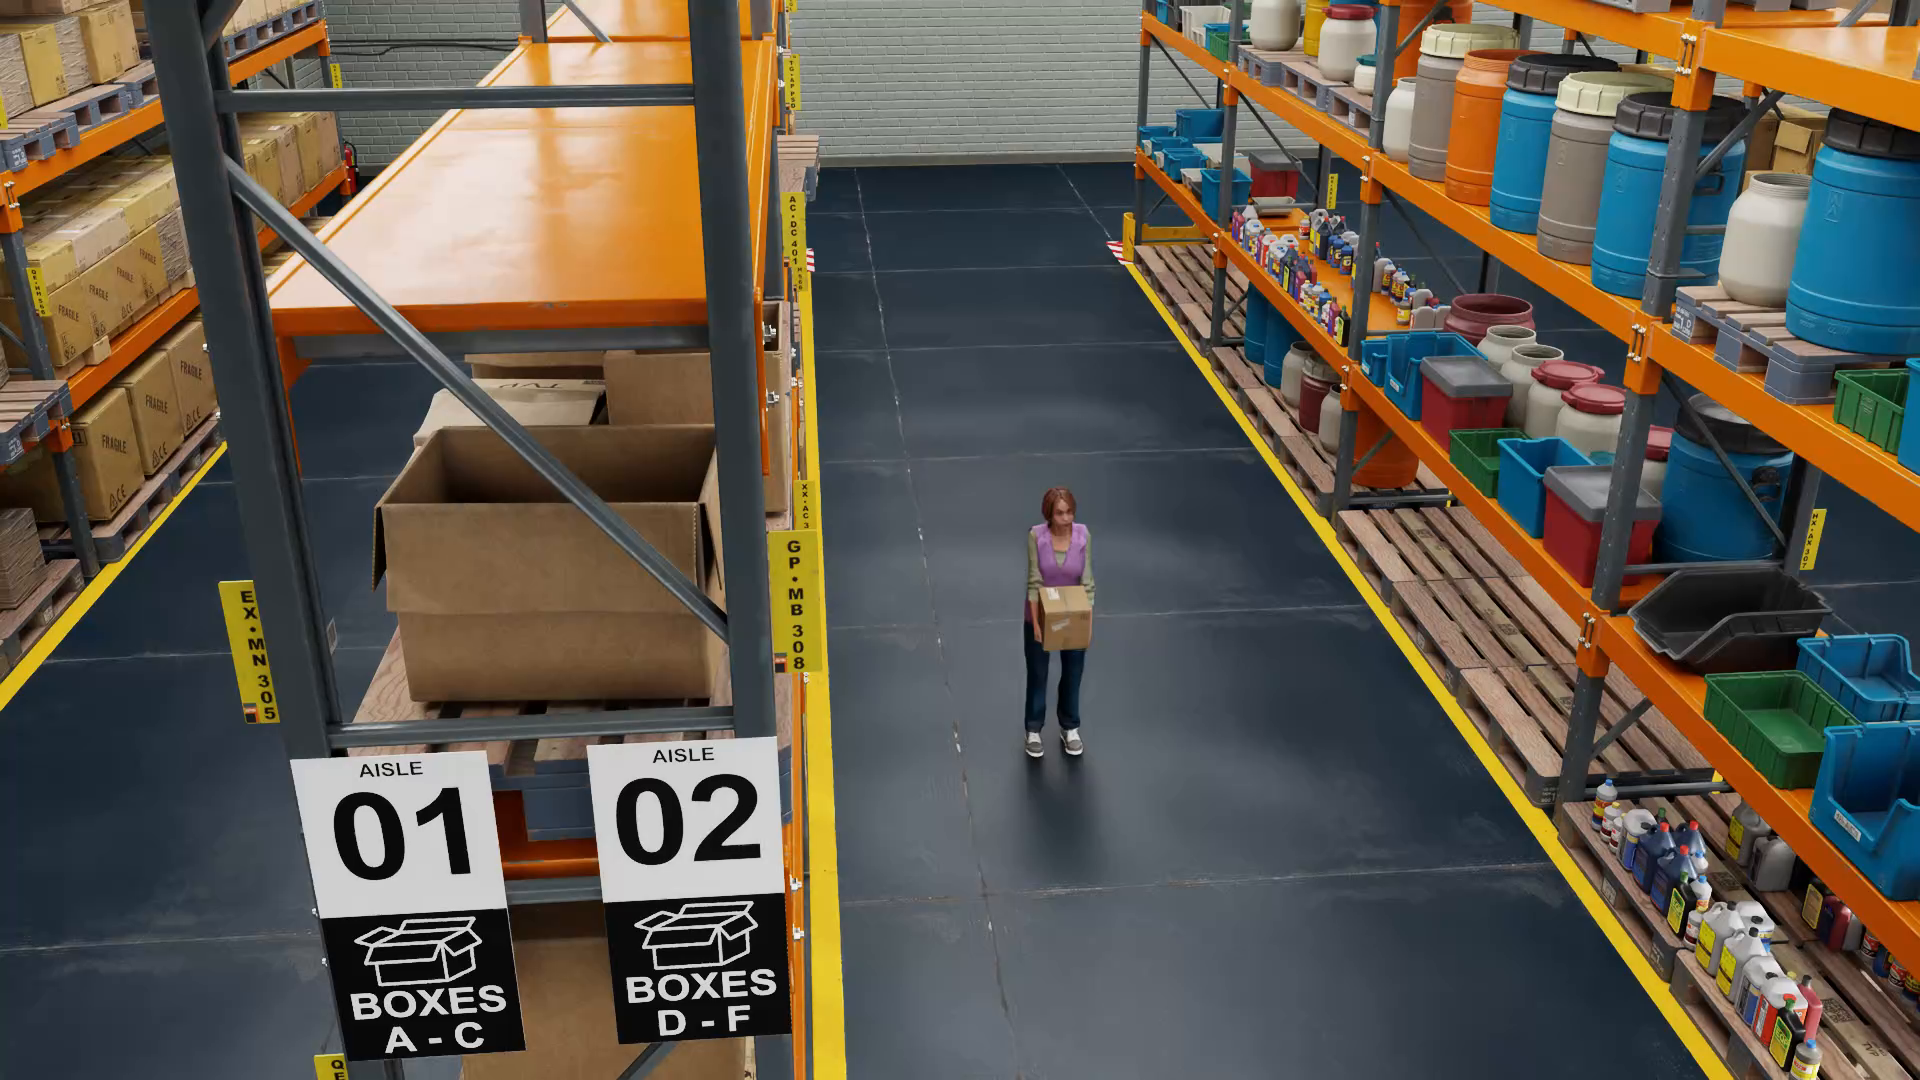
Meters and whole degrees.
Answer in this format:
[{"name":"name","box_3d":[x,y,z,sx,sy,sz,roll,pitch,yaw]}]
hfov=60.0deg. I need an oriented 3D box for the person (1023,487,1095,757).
[{"name":"person","box_3d":[0.548,0.485,9.224,0.375,1.599,0.497,-3,24,-6]}]
